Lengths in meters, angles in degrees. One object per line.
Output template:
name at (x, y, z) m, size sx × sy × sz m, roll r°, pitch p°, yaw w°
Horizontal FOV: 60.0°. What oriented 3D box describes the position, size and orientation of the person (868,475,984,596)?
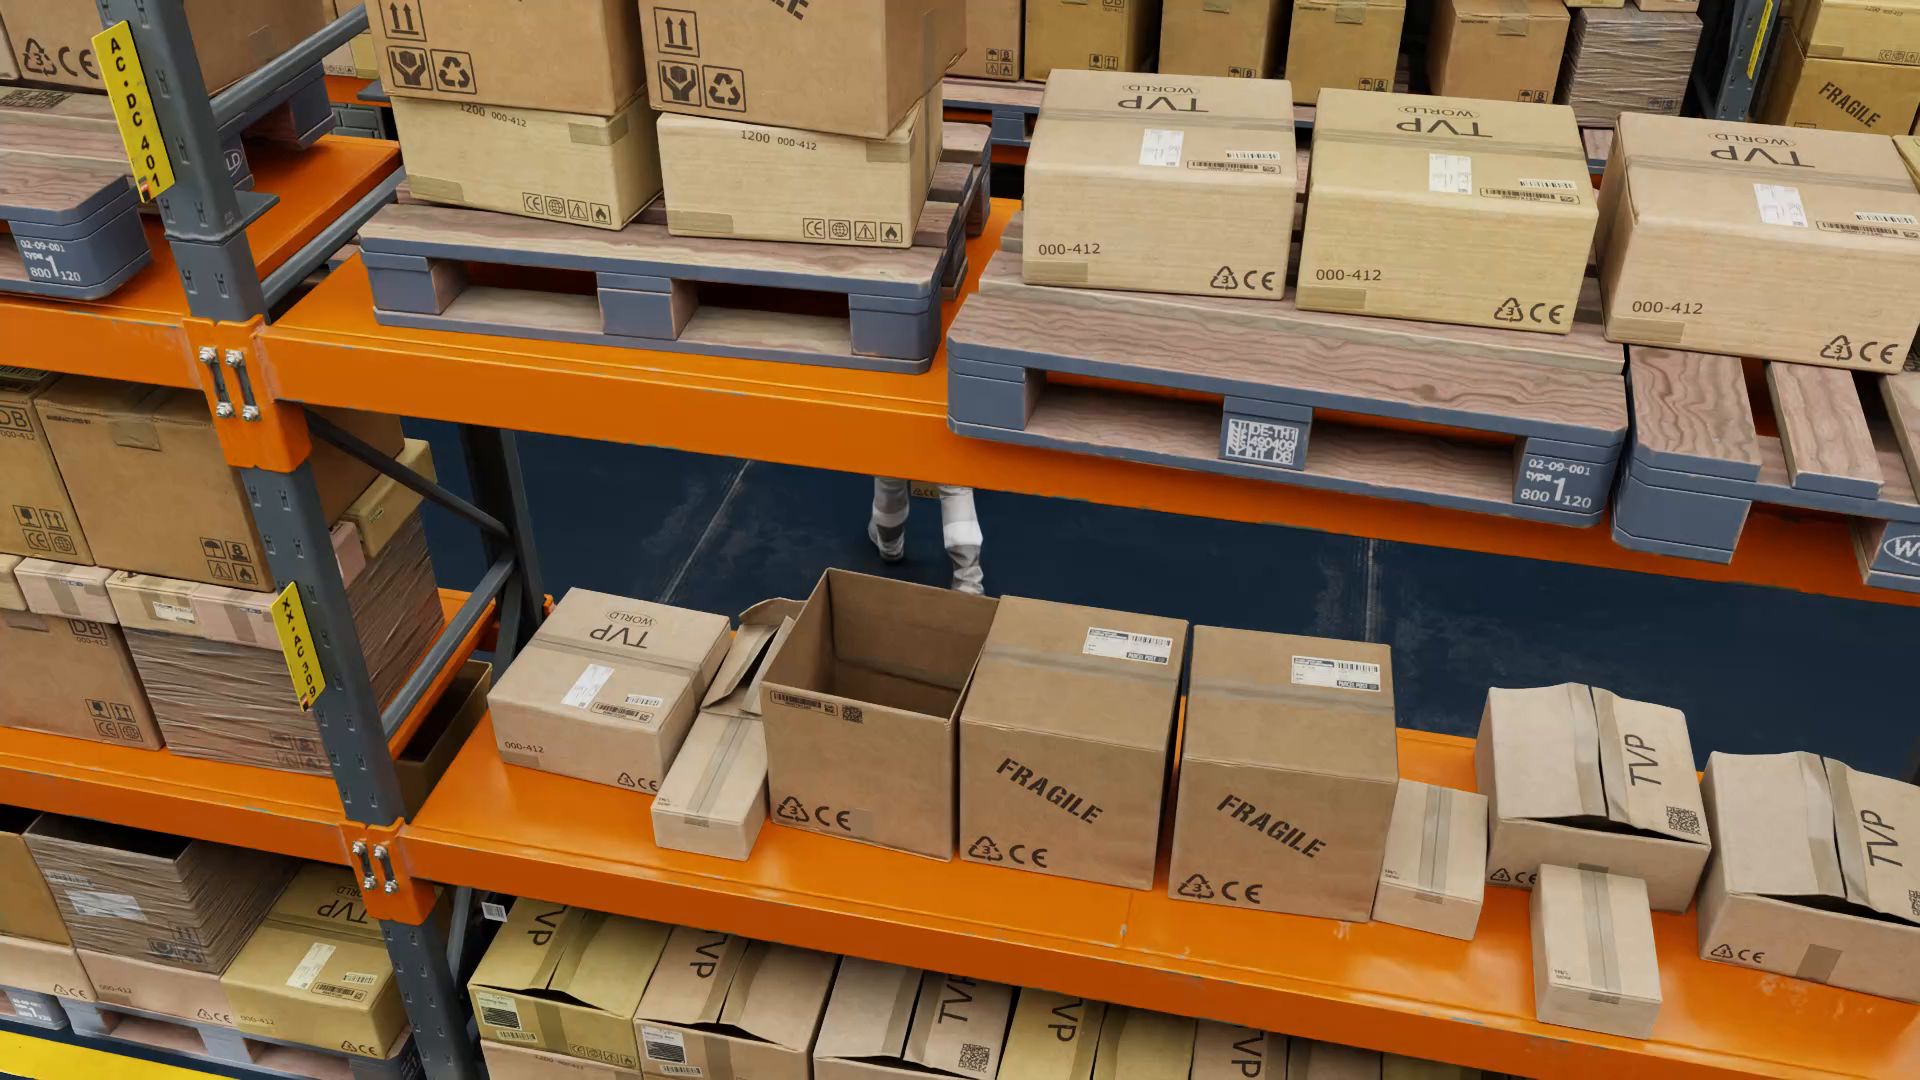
person at (-0.156, -0.526, 6.847) m, size 0.548 × 1.764 × 0.910 m, roll -6°, pitch 37°, yaw -9°
